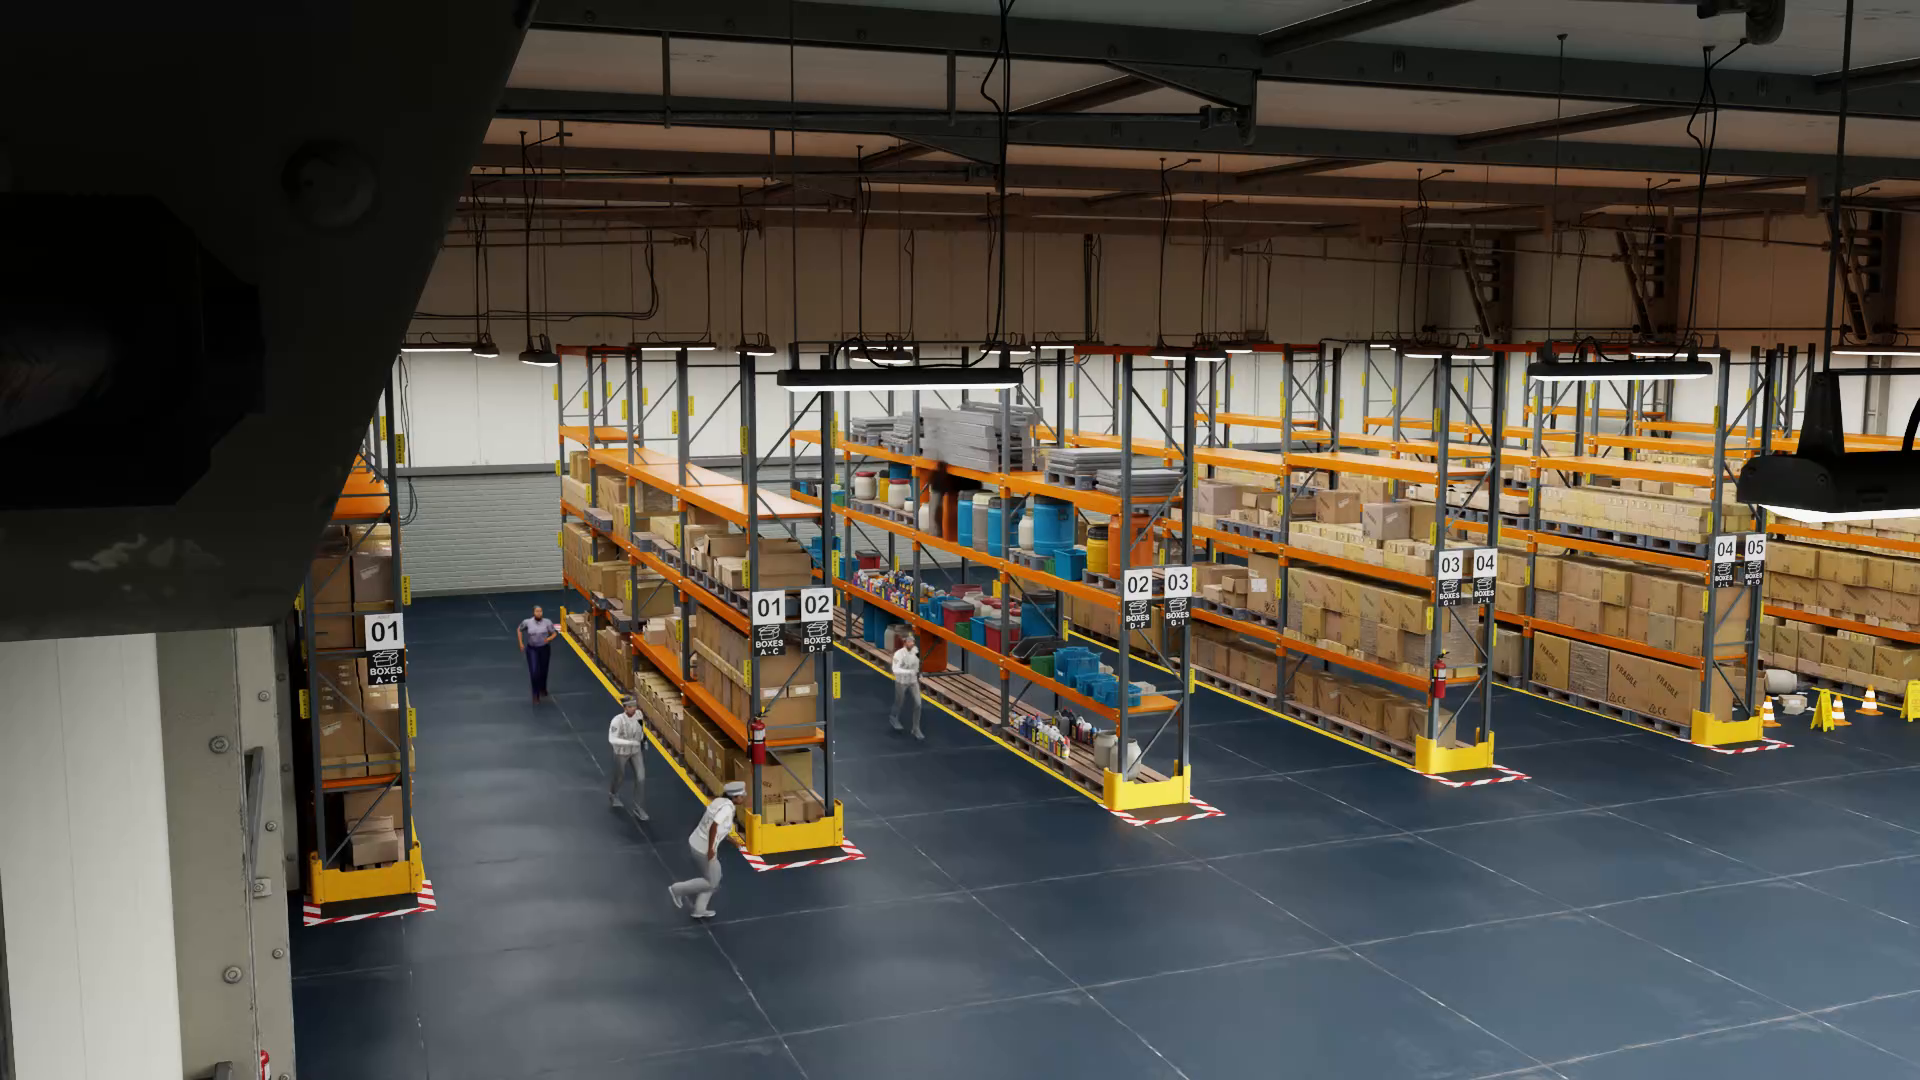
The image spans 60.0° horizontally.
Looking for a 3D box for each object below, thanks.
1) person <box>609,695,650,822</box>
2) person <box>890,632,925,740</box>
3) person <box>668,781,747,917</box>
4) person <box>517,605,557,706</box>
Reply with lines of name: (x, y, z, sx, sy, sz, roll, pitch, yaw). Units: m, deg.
person: (-4.322, 2.779, 21.598, 0.600, 1.659, 0.911, -5, 9, -32)
person: (-0.847, 2.229, 25.885, 0.604, 1.683, 0.934, -4, 8, -28)
person: (-2.702, 3.359, 17.865, 0.872, 1.470, 0.590, -2, 8, -16)
person: (-7.173, 1.942, 28.277, 0.627, 1.714, 0.742, -3, 8, -22)
